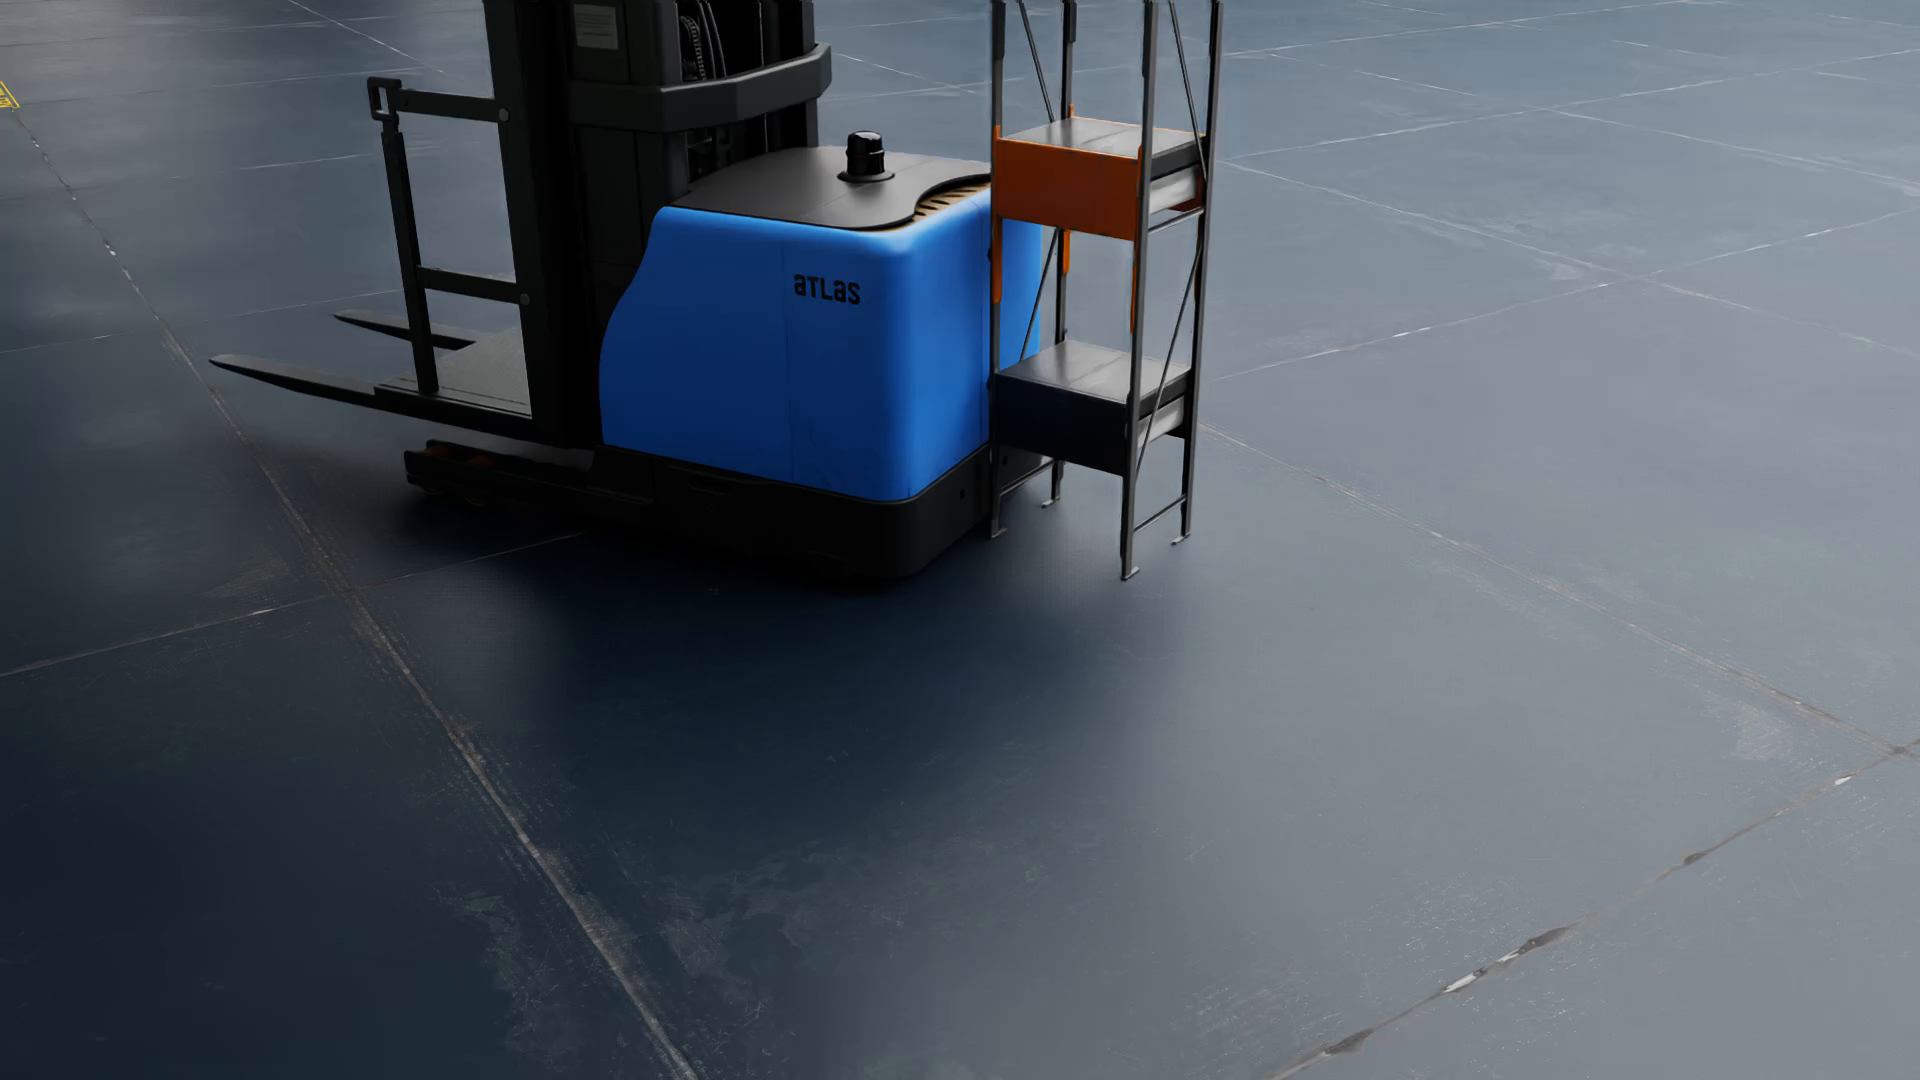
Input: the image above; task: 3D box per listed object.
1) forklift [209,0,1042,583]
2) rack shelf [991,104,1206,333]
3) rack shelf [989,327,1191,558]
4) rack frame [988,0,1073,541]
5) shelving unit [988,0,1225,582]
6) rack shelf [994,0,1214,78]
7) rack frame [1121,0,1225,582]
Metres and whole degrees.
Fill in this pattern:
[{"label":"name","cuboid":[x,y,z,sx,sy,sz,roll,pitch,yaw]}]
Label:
[{"label":"forklift","cuboid":[-1.276,-1.624,5.256,3.031,2.935,1.130,12,28,24]},{"label":"rack shelf","cuboid":[0.409,-0.944,4.821,0.480,0.518,0.431,17,30,32]},{"label":"rack shelf","cuboid":[0.409,-0.311,5.120,0.480,0.518,0.431,17,30,32]},{"label":"rack frame","cuboid":[0.211,-1.017,4.945,0.015,2.100,0.400,17,30,32]},{"label":"shelving unit","cuboid":[0.409,-0.956,4.816,0.503,2.100,0.431,17,30,32]},{"label":"rack shelf","cuboid":[0.409,-1.577,4.523,0.480,0.518,0.431,17,30,32]},{"label":"rack frame","cuboid":[0.606,-0.895,4.686,0.015,2.100,0.400,17,30,32]}]
